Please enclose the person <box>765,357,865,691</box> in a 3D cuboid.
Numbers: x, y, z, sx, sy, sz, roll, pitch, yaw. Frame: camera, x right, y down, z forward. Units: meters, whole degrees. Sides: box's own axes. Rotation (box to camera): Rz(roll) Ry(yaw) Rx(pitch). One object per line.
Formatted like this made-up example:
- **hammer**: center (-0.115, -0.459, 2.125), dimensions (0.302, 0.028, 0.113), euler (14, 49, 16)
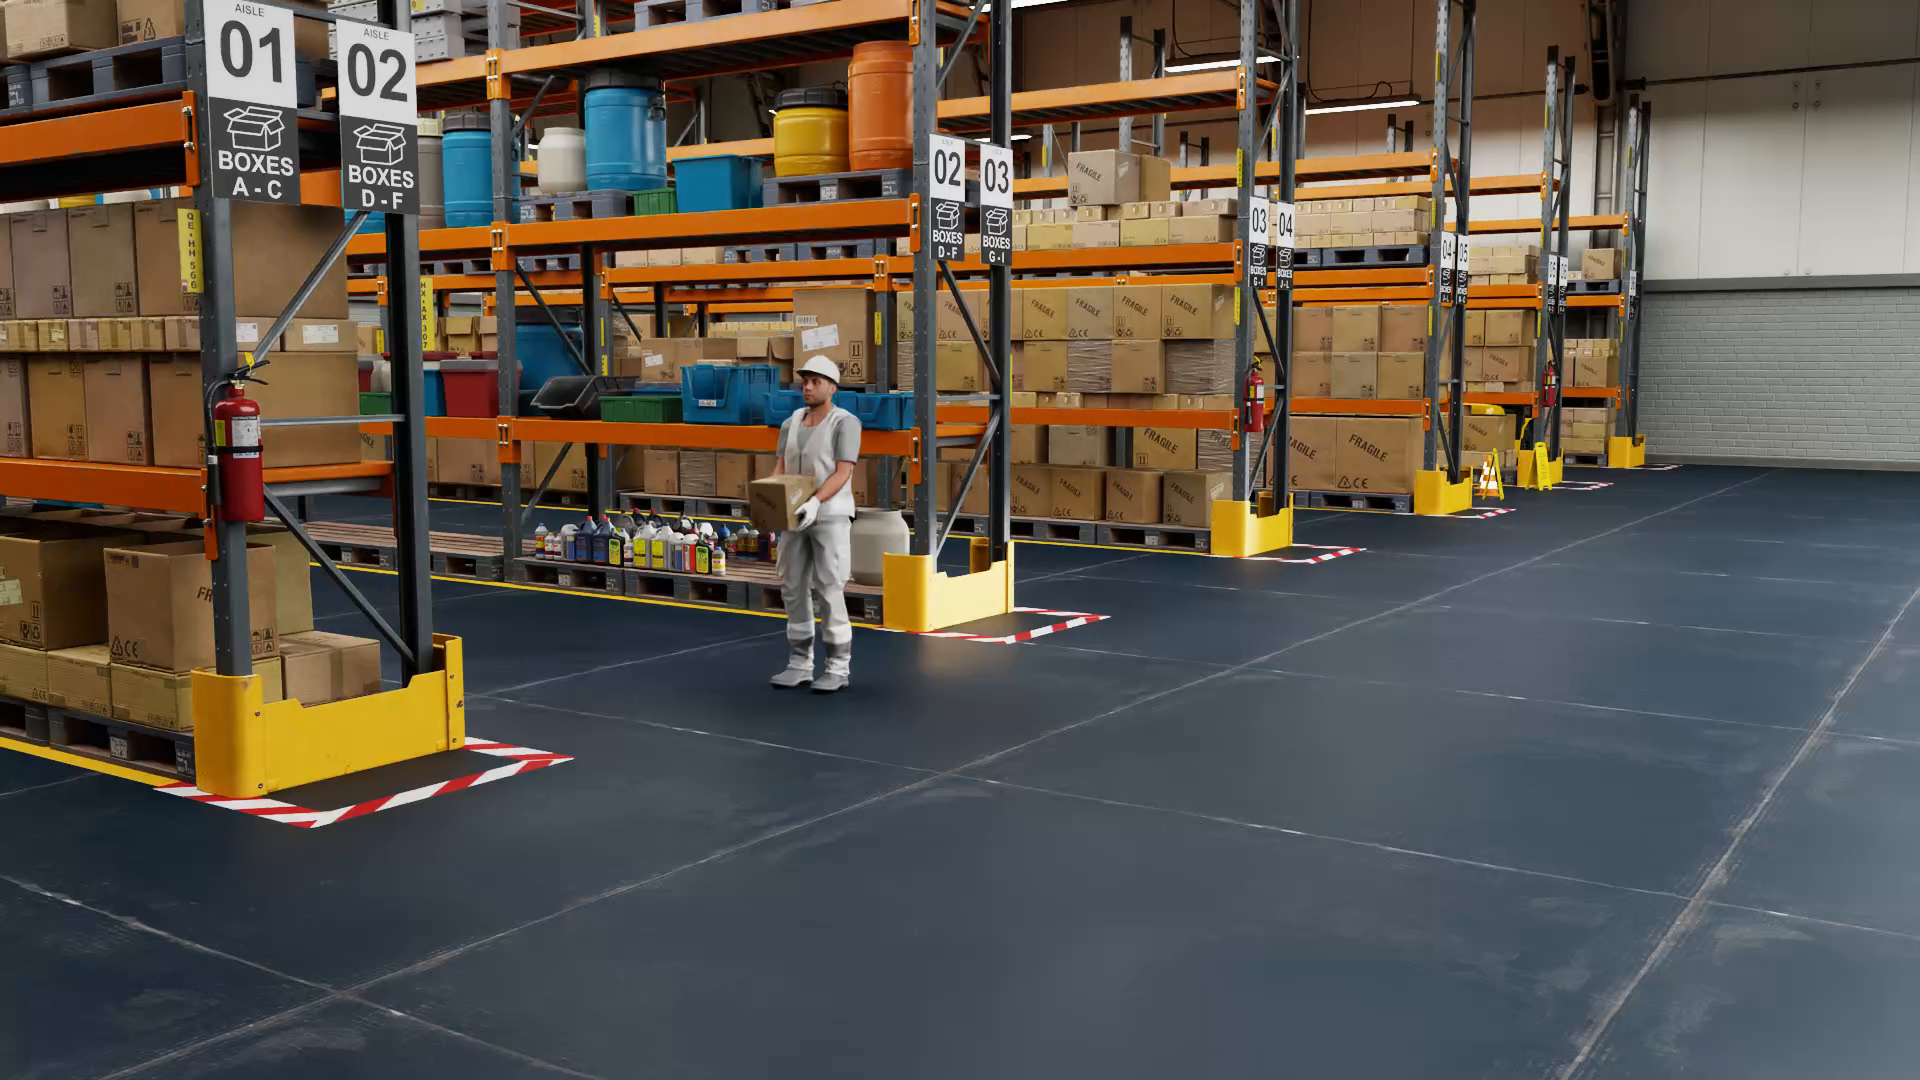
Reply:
- **person**: center (-0.783, -0.086, 8.939), dimensions (0.574, 1.781, 0.438), euler (4, 7, 32)
